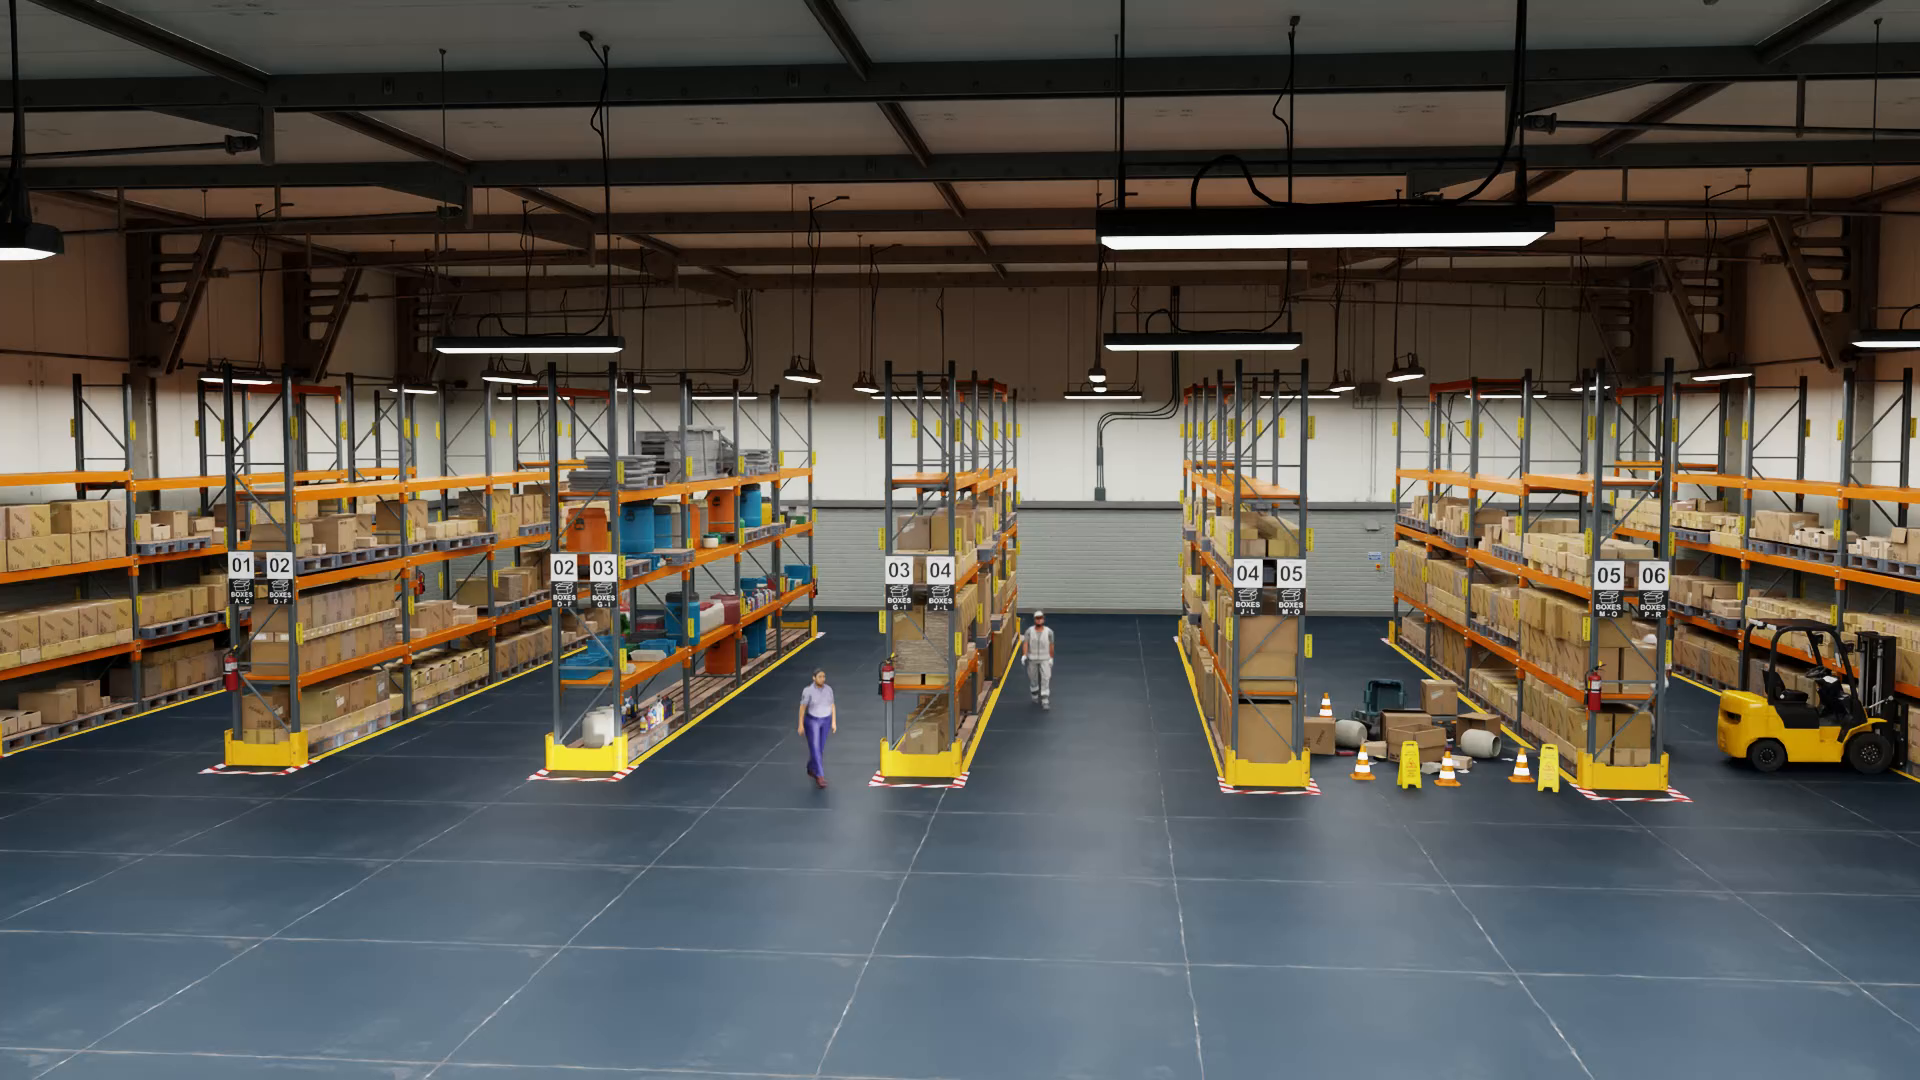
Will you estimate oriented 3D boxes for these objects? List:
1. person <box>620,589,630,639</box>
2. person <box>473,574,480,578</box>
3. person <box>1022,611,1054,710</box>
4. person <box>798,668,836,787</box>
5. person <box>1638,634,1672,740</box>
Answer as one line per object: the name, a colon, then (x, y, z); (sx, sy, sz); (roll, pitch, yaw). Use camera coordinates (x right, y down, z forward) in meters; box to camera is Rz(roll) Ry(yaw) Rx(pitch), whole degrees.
person: (-7.619, 1.658, 37.314); (0.489, 1.791, 0.589); (-3, 5, -39)
person: (-11.058, 1.646, 38.014); (0.576, 1.723, 0.533); (2, 4, 31)
person: (1.396, 2.148, 29.821); (0.599, 1.726, 1.055); (0, 4, 0)
person: (-1.997, 2.623, 23.636); (0.529, 1.605, 0.888); (-3, 5, -40)
person: (11.227, 2.390, 26.858); (0.660, 1.710, 0.714); (-1, 4, -10)
